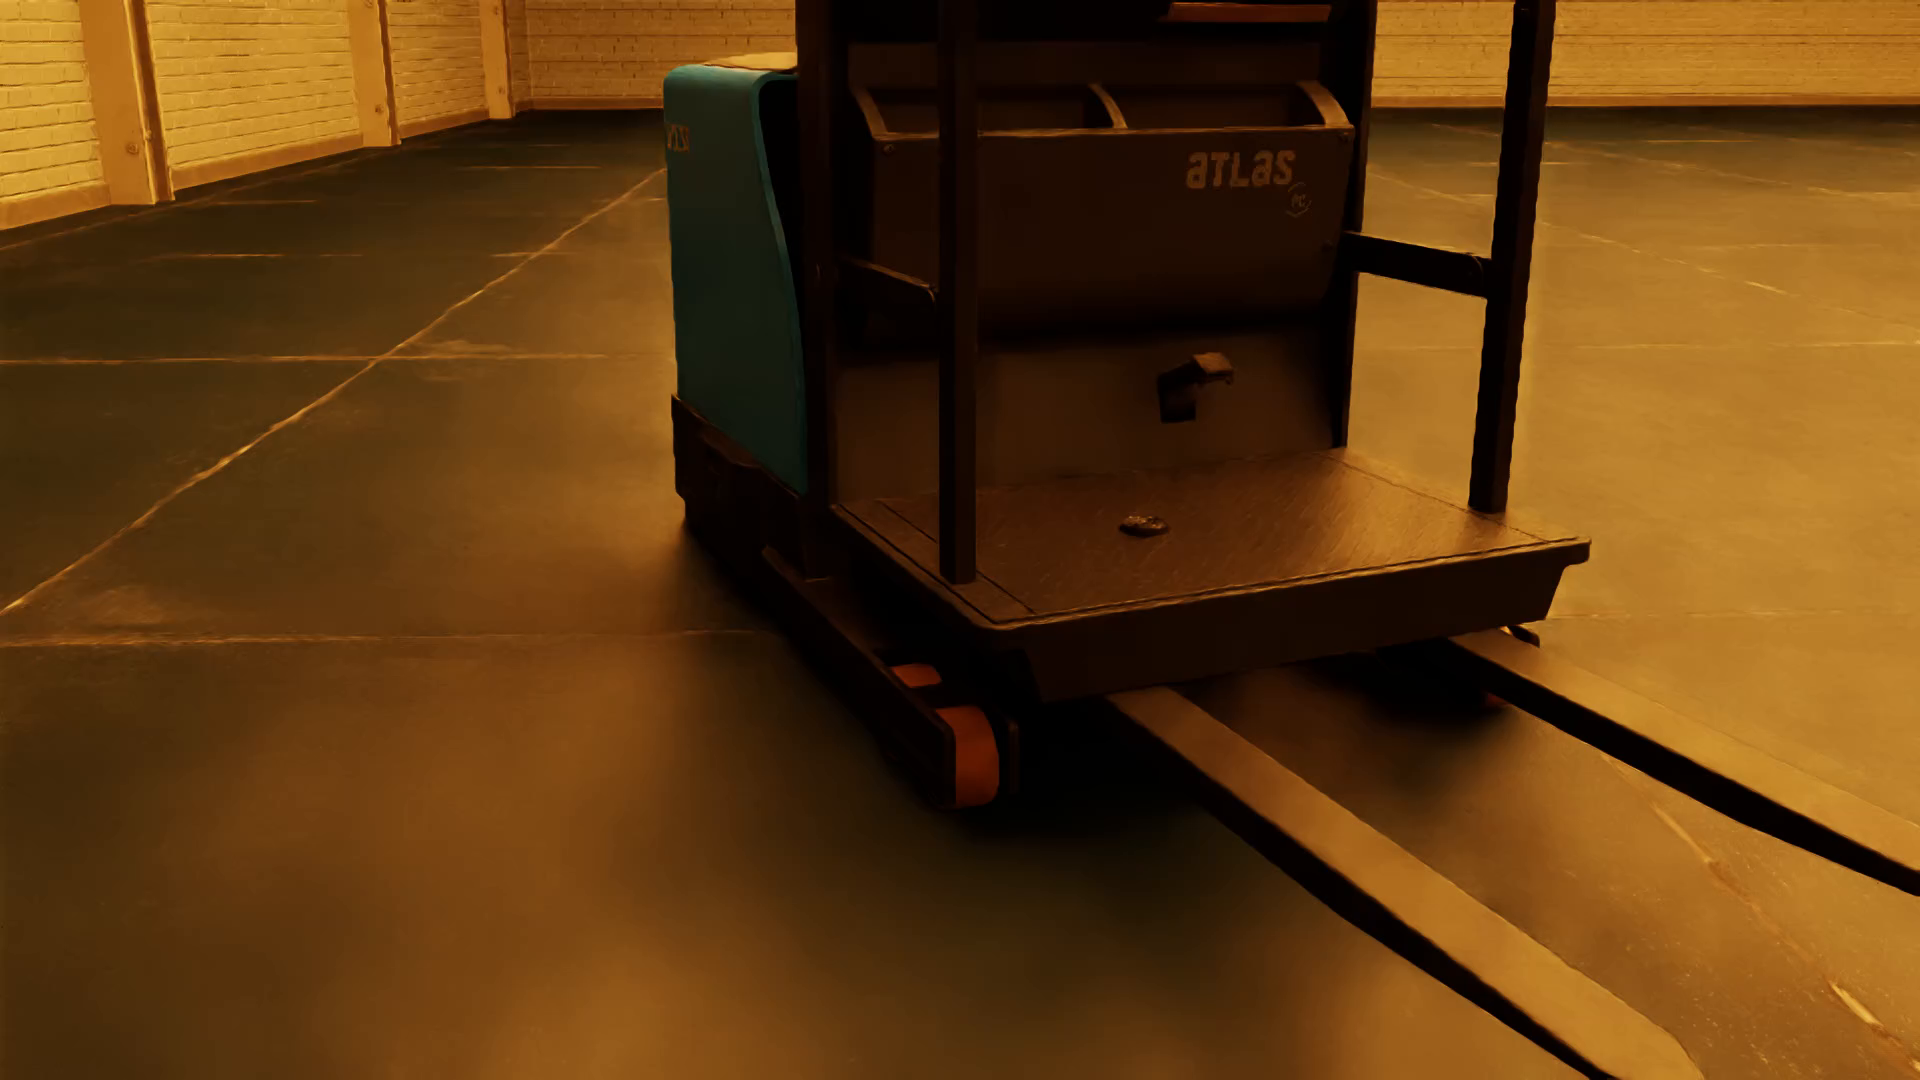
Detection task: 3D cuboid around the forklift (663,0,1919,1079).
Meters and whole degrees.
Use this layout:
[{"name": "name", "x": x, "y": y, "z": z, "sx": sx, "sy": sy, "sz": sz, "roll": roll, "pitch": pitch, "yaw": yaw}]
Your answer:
[{"name": "forklift", "x": 0.347, "y": -1.126, "z": 2.587, "sx": 1.130, "sy": 2.935, "sz": 3.031, "roll": -7, "pitch": 18, "yaw": -22}]
